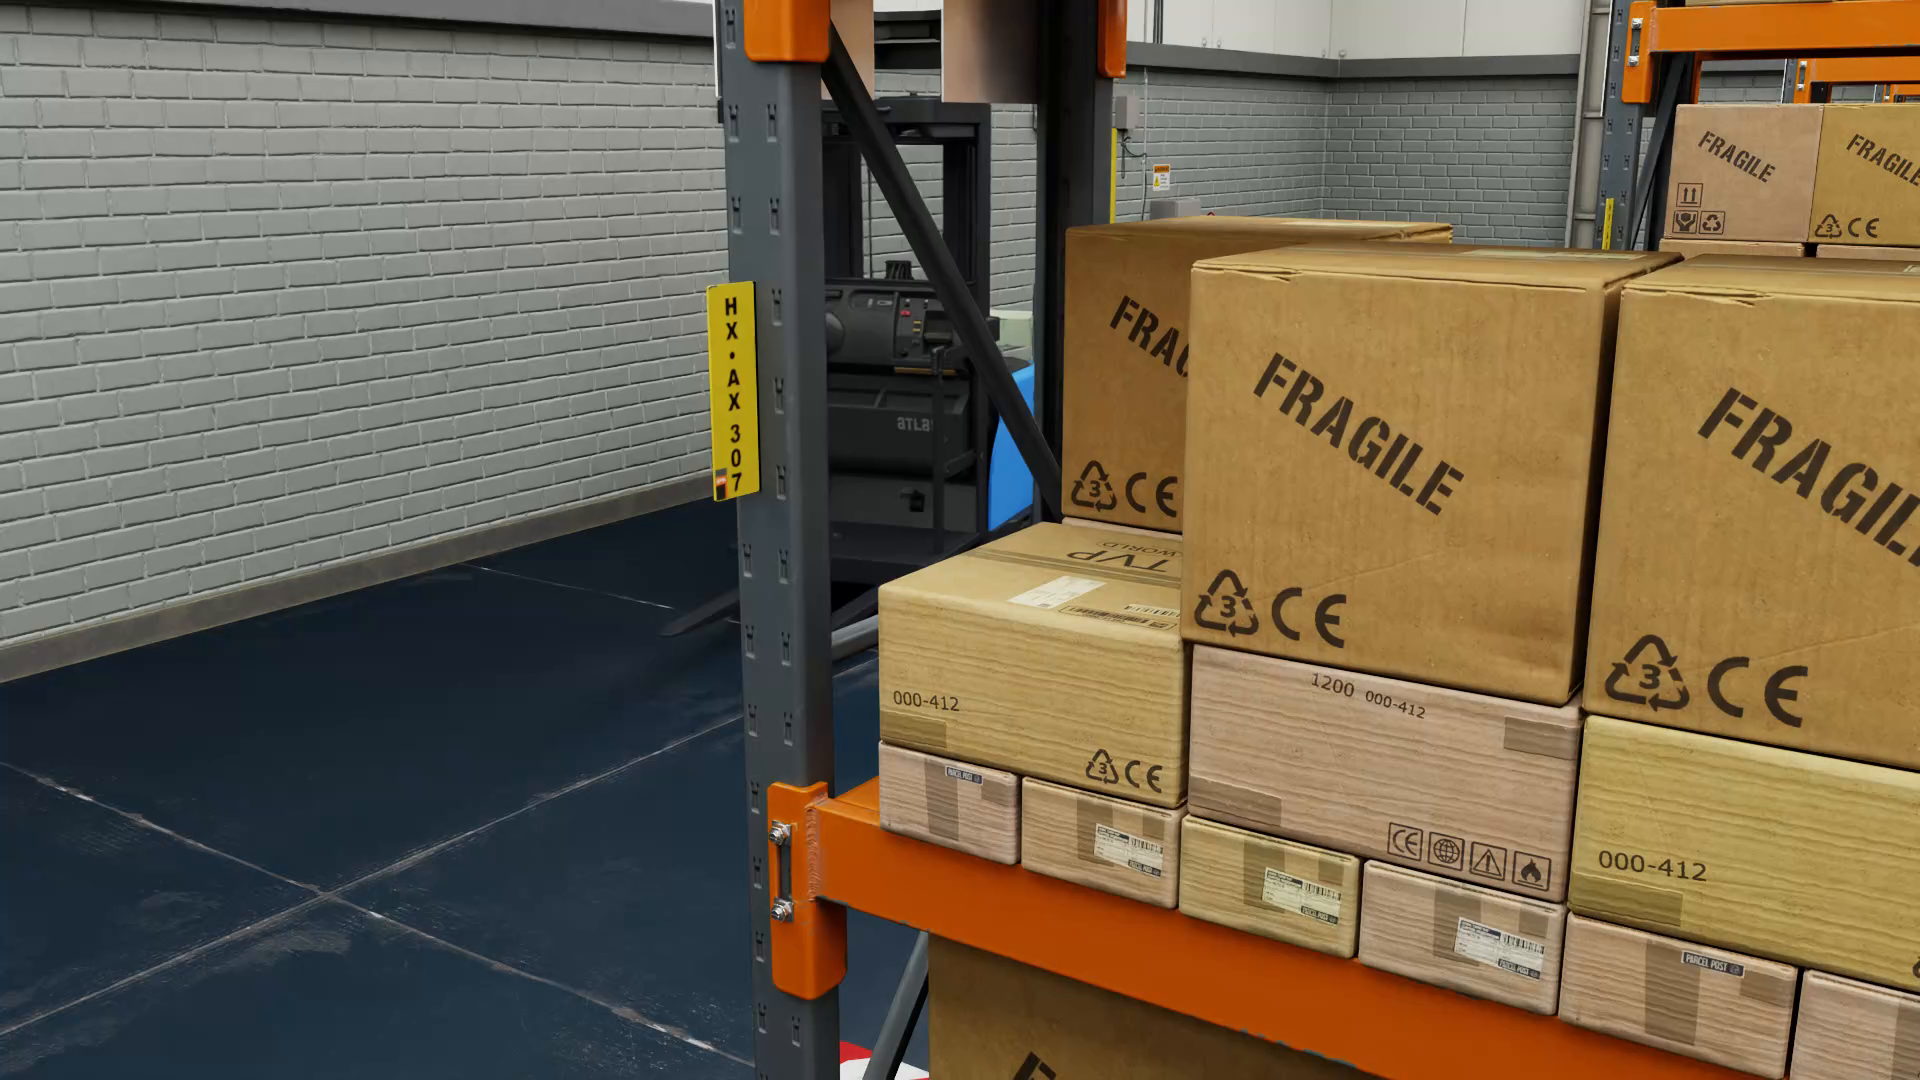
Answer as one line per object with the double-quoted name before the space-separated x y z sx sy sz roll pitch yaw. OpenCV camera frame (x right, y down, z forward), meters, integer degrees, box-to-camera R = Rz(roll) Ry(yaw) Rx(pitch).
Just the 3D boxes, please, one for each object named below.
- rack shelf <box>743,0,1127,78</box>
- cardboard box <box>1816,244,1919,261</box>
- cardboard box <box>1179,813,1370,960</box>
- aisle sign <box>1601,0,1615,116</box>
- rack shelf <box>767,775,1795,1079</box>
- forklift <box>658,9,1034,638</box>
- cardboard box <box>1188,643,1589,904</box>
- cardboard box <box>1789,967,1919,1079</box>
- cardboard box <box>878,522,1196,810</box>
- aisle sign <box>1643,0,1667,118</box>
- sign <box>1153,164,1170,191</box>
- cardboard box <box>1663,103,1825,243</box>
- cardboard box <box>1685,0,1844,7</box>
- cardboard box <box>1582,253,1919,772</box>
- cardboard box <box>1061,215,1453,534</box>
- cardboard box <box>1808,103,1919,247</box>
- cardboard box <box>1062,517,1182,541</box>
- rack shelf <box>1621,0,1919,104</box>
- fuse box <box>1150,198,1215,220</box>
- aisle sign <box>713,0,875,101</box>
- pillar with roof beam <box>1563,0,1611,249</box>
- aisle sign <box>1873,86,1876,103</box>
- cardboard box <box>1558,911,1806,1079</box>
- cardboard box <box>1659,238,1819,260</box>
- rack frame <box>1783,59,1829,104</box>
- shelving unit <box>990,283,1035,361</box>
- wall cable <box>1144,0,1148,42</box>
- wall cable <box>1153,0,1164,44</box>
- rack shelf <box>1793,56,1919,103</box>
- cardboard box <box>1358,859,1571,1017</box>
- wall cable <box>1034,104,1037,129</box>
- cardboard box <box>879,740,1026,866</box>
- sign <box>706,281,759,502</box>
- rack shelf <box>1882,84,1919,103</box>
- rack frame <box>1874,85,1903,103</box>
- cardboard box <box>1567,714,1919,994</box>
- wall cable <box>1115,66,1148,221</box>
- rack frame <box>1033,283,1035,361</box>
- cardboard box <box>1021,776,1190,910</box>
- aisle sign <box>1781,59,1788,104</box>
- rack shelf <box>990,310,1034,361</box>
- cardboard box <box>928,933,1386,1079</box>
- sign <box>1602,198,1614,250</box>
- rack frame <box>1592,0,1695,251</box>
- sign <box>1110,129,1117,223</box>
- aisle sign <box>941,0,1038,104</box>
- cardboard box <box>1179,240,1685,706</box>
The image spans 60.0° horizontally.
"rack shelf" 1.631 -0.715 1.725 4.000 0.370 1.077 9 17 33
"cardboard box" 3.500 -0.863 6.240 0.500 0.500 0.500 9 17 33
"cardboard box" 0.508 0.427 2.378 0.250 0.149 0.380 9 16 31
"aisle sign" 2.595 -2.064 6.508 0.004 0.787 0.394 9 17 33
"rack shelf" 1.631 0.741 2.085 4.000 0.370 1.077 9 17 33
"forklift" -0.477 -1.107 8.196 1.130 2.935 3.031 5 15 20
"cardboard box" 0.654 0.238 2.311 0.500 0.250 0.500 9 16 32
"cardboard box" 1.150 0.531 1.960 0.250 0.149 0.380 9 16 32
"cardboard box" 0.219 0.170 2.587 0.500 0.250 0.500 9 16 31
"aisle sign" 2.930 -2.184 6.992 0.004 0.787 0.394 9 17 33
"sign" 1.901 -3.421 15.682 0.001 0.242 0.339 9 17 33
"cardboard box" 3.047 -1.417 6.398 0.500 0.500 0.500 9 17 32
"cardboard box" 3.053 -2.124 6.231 0.500 0.250 0.500 10 17 35
"cardboard box" 1.067 -0.059 1.951 0.500 0.500 0.500 9 16 31
"cardboard box" 0.522 -0.299 2.922 0.500 0.500 0.500 9 17 33
"cardboard box" 3.470 -1.351 6.130 0.500 0.500 0.500 10 17 34
"cardboard box" 0.521 0.064 3.016 0.500 0.250 0.500 9 16 32
"rack shelf" 4.483 -1.691 5.665 4.000 0.370 1.077 9 17 33
"fuse box" 2.103 -2.378 15.868 0.414 1.711 0.539 9 17 33
"aisle sign" -0.256 -1.088 2.568 0.004 0.787 0.394 9 17 33
"pillar with roof beam" 4.132 -5.438 13.063 0.400 9.000 9.100 9 17 33
"aisle sign" 8.048 -4.055 14.553 0.004 0.787 0.394 9 17 33
"cardboard box" 0.935 0.496 2.099 0.250 0.149 0.380 9 16 32
"cardboard box" 3.041 -0.930 6.509 0.500 0.500 0.500 10 17 35
"rack frame" 5.502 -1.853 11.065 0.127 3.000 1.000 9 17 33
"shelving unit" 0.150 -0.806 9.959 0.755 1.500 0.431 5 15 19
"wall cable" 1.047 -5.621 13.803 0.029 3.000 2.355 9 17 33
"wall cable" 2.633 -6.190 16.022 0.133 3.039 2.988 9 17 33
"rack shelf" 7.161 -2.691 9.707 4.000 0.370 1.077 9 17 33
"cardboard box" 0.725 0.462 2.238 0.250 0.149 0.380 9 16 32
"wall cable" 0.810 -3.113 13.975 0.123 1.953 0.585 9 17 33
"cardboard box" 0.081 0.359 2.655 0.250 0.149 0.380 9 17 33
"sign" -0.344 -0.225 2.525 0.005 0.325 0.100 9 17 33
"rack shelf" 9.928 -3.681 13.707 4.000 0.370 1.077 9 17 33
"rack frame" 8.269 -2.843 15.065 0.127 3.000 1.000 9 17 33
"cardboard box" 1.069 0.306 2.036 0.500 0.250 0.500 9 16 31
"wall cable" 1.592 -3.382 15.127 0.122 1.984 0.588 9 17 33
"rack frame" 0.494 -0.777 9.839 0.023 1.500 0.400 5 15 19
"cardboard box" 0.295 0.393 2.517 0.250 0.149 0.380 9 16 32
"aisle sign" 5.280 -3.066 10.558 0.004 0.787 0.394 9 17 33
"rack shelf" 0.150 -1.185 9.865 0.720 0.370 0.431 5 15 19
"cardboard box" 0.547 1.021 3.005 0.875 0.875 0.875 9 17 33
"sign" 2.520 -1.164 6.482 0.005 0.325 0.100 9 17 33
"rack frame" 2.823 -0.852 7.023 0.127 3.000 1.000 9 17 33
"sign" 0.285 -0.660 3.344 0.005 0.325 0.100 9 17 33
"aisle sign" 0.079 -1.208 3.051 0.004 0.787 0.394 9 17 33
"cardboard box" 0.633 -0.127 2.226 0.500 0.500 0.500 9 16 31
